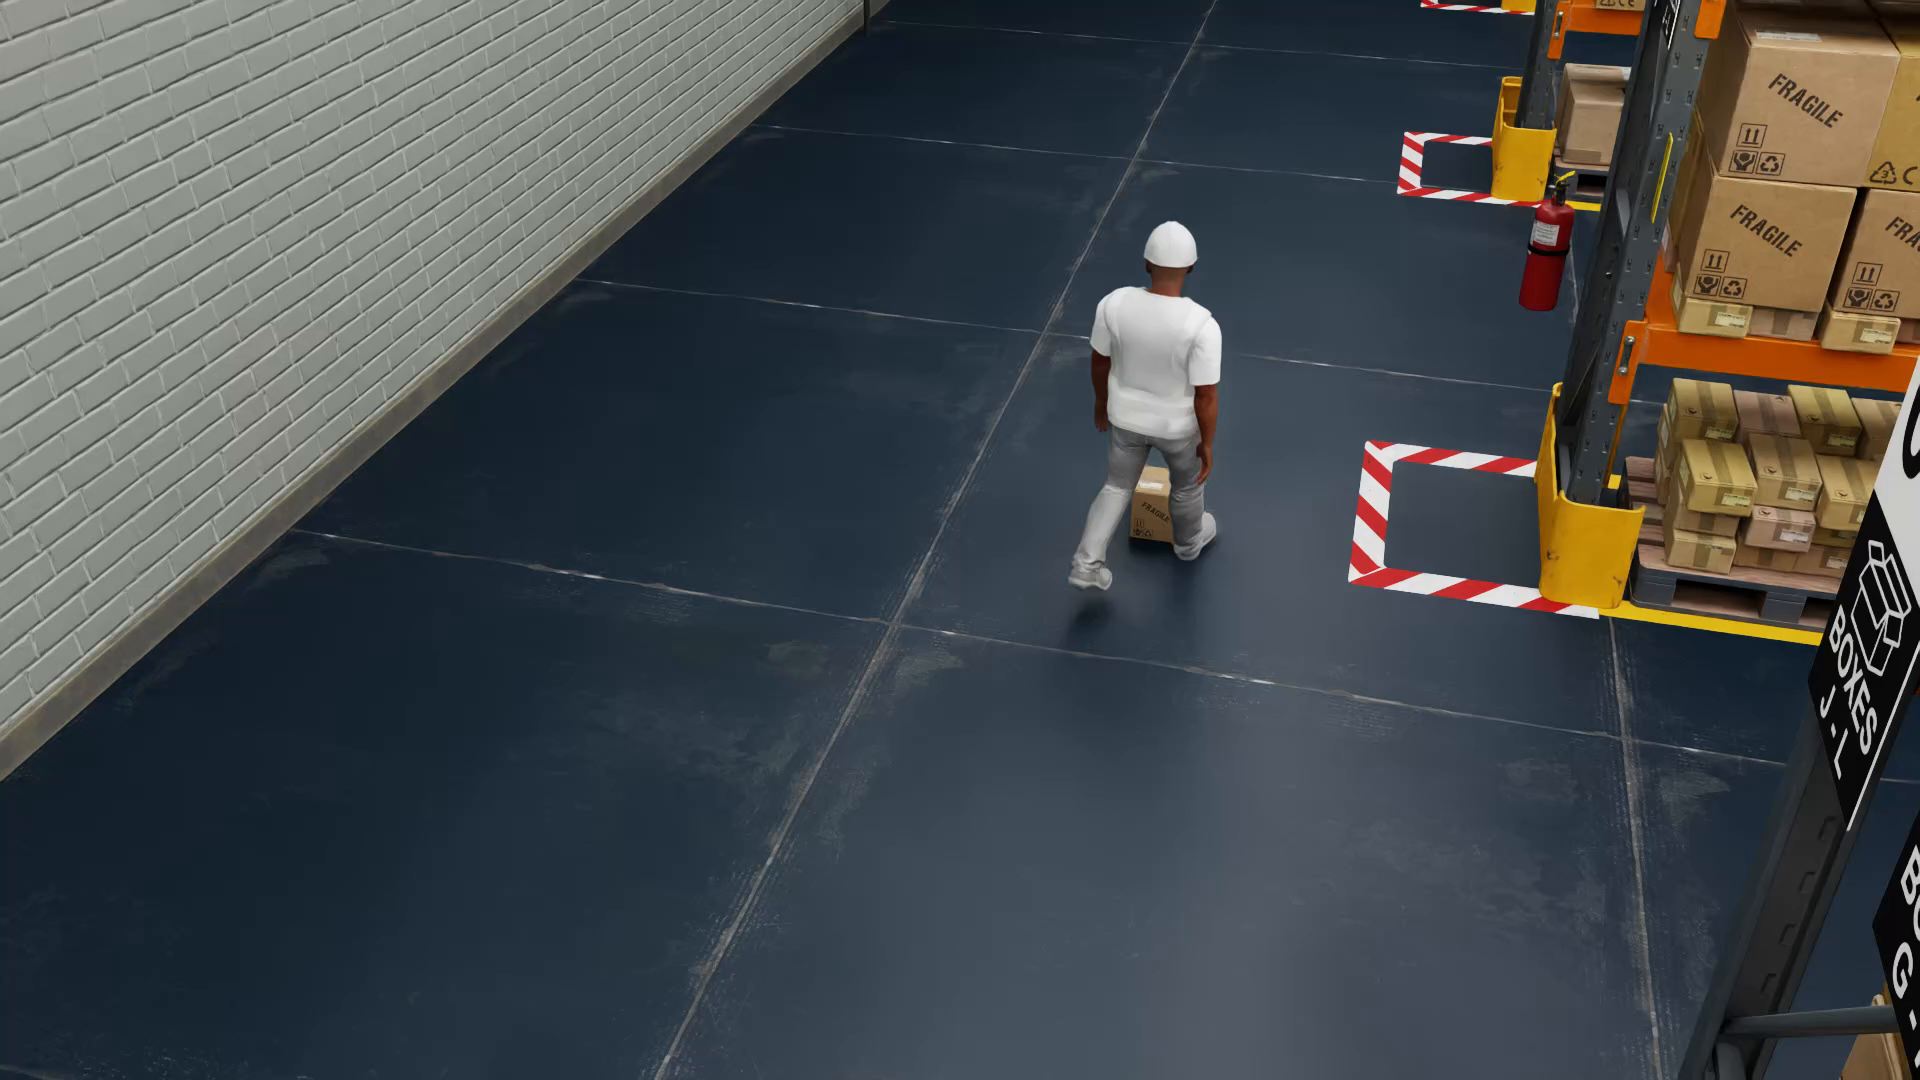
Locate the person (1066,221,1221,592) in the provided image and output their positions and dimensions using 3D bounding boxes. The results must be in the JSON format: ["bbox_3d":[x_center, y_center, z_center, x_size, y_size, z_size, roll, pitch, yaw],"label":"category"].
[{"bbox_3d":[0.844,-0.554,7.030,0.588,1.730,0.986,15,36,22],"label":"person"}]
